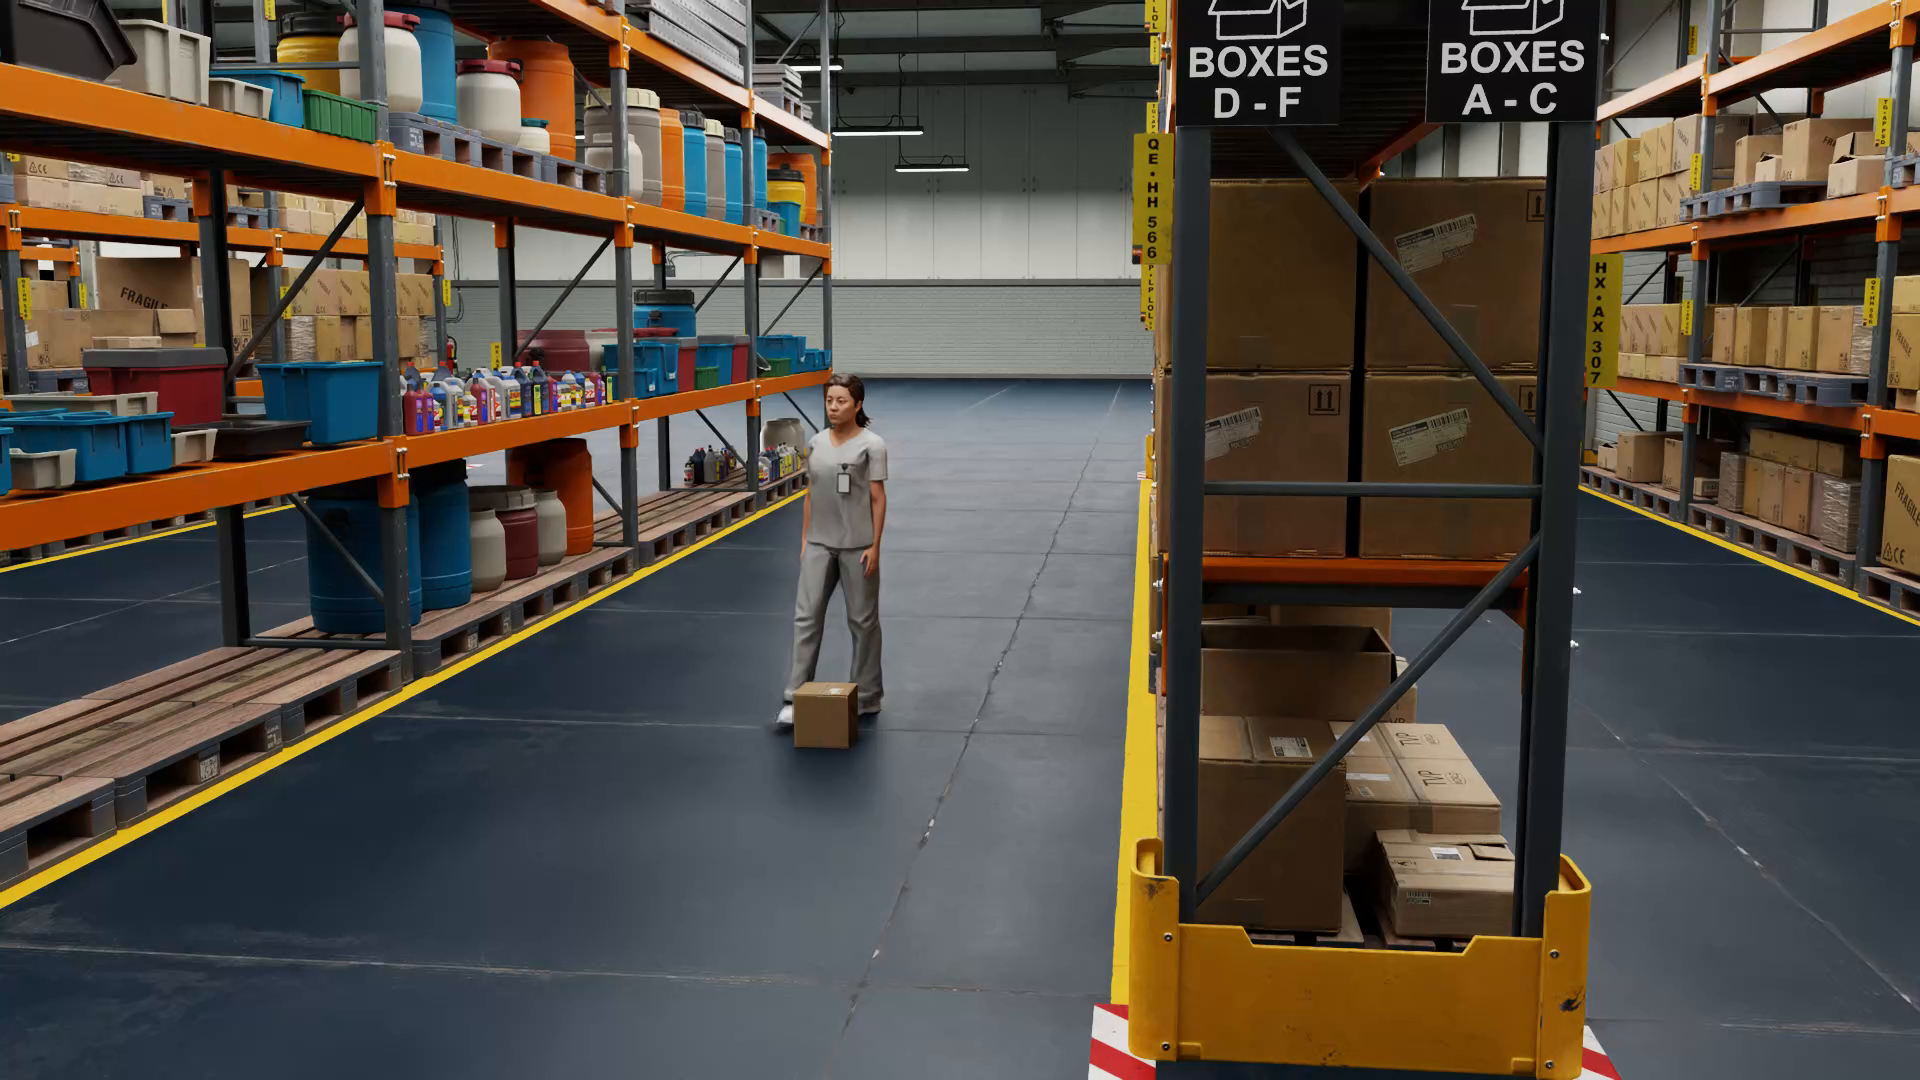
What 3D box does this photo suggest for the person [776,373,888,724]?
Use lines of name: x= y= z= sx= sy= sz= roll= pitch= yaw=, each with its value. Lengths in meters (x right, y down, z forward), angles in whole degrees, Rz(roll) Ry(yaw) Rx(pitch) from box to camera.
person: x=-0.615 y=0.105 z=7.923 sx=0.449 sy=1.556 sz=0.622 roll=3 pitch=8 yaw=20
